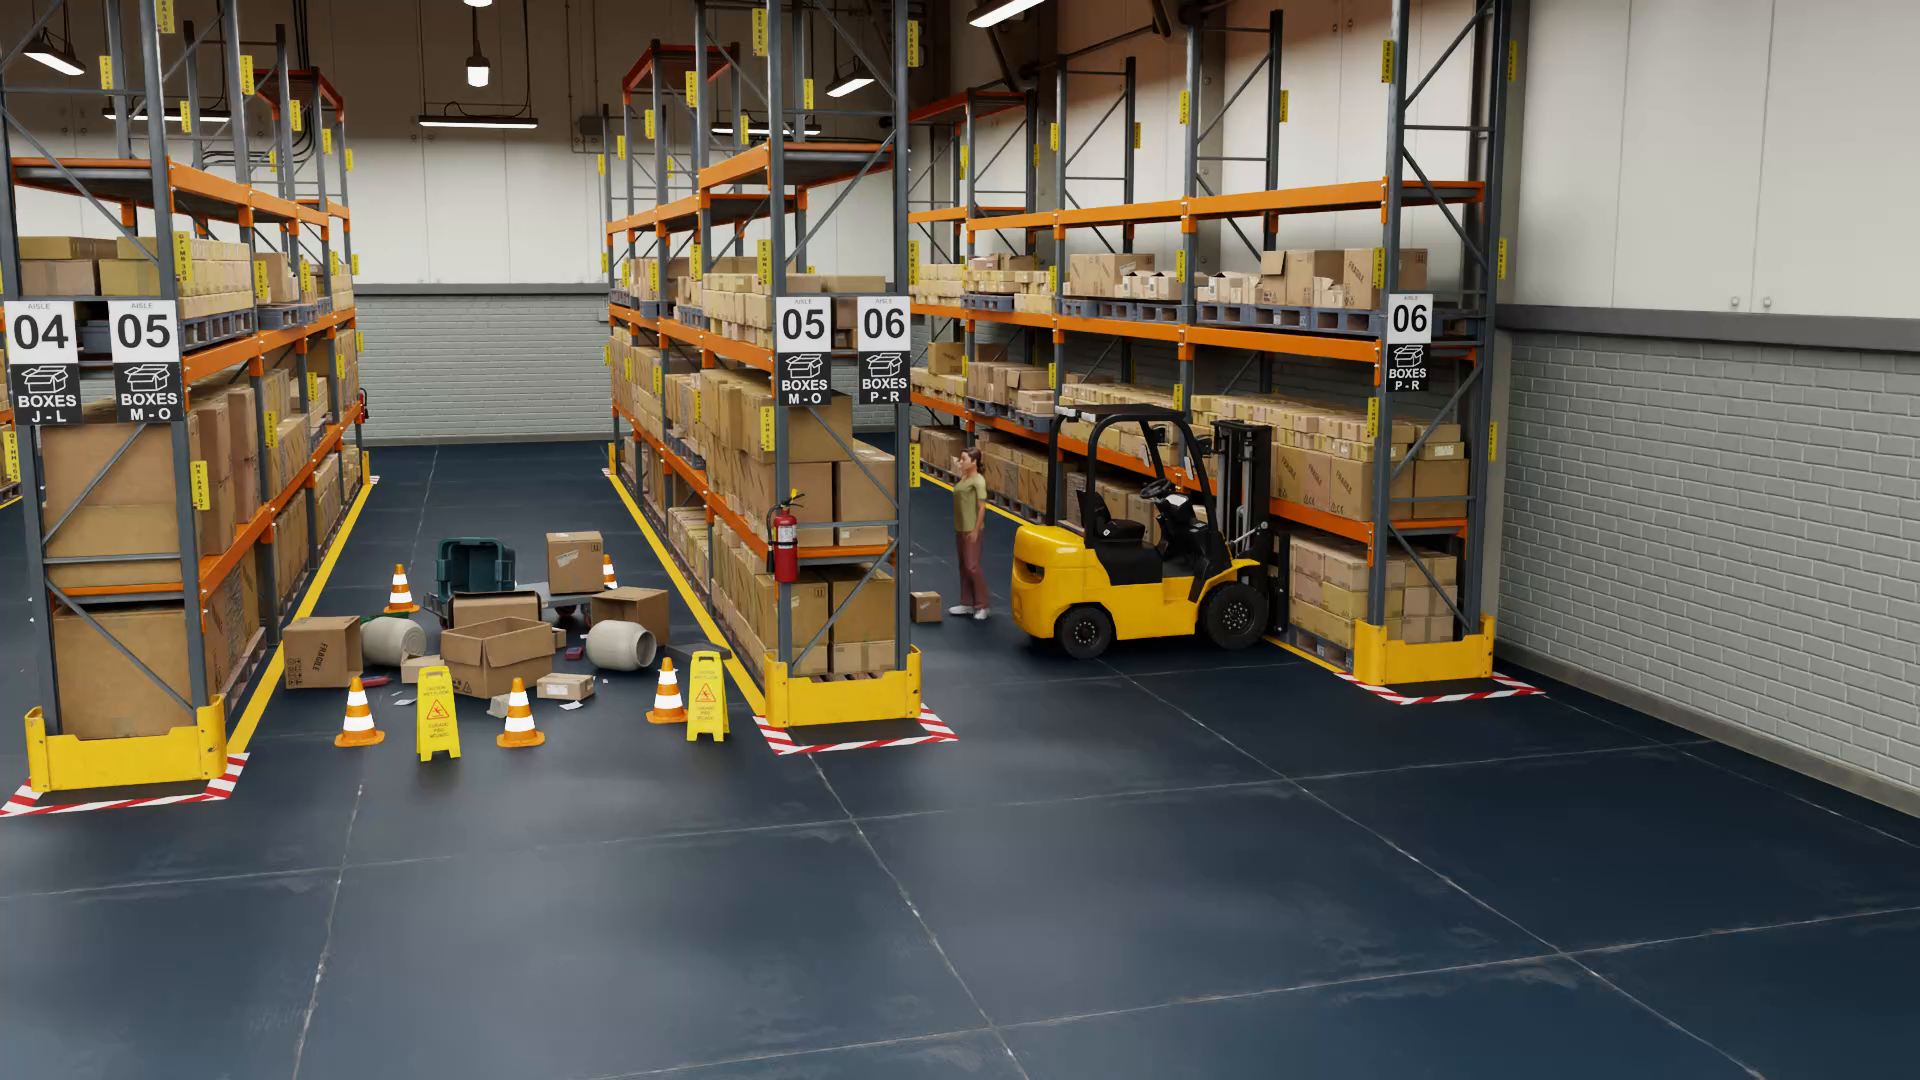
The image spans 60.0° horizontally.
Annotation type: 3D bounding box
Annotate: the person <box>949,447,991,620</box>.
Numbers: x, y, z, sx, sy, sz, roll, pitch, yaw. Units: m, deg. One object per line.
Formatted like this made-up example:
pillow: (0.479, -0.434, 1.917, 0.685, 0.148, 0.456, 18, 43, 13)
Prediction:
person: (0.109, -0.072, 16.342, 0.378, 1.690, 0.465, -4, 10, -23)
